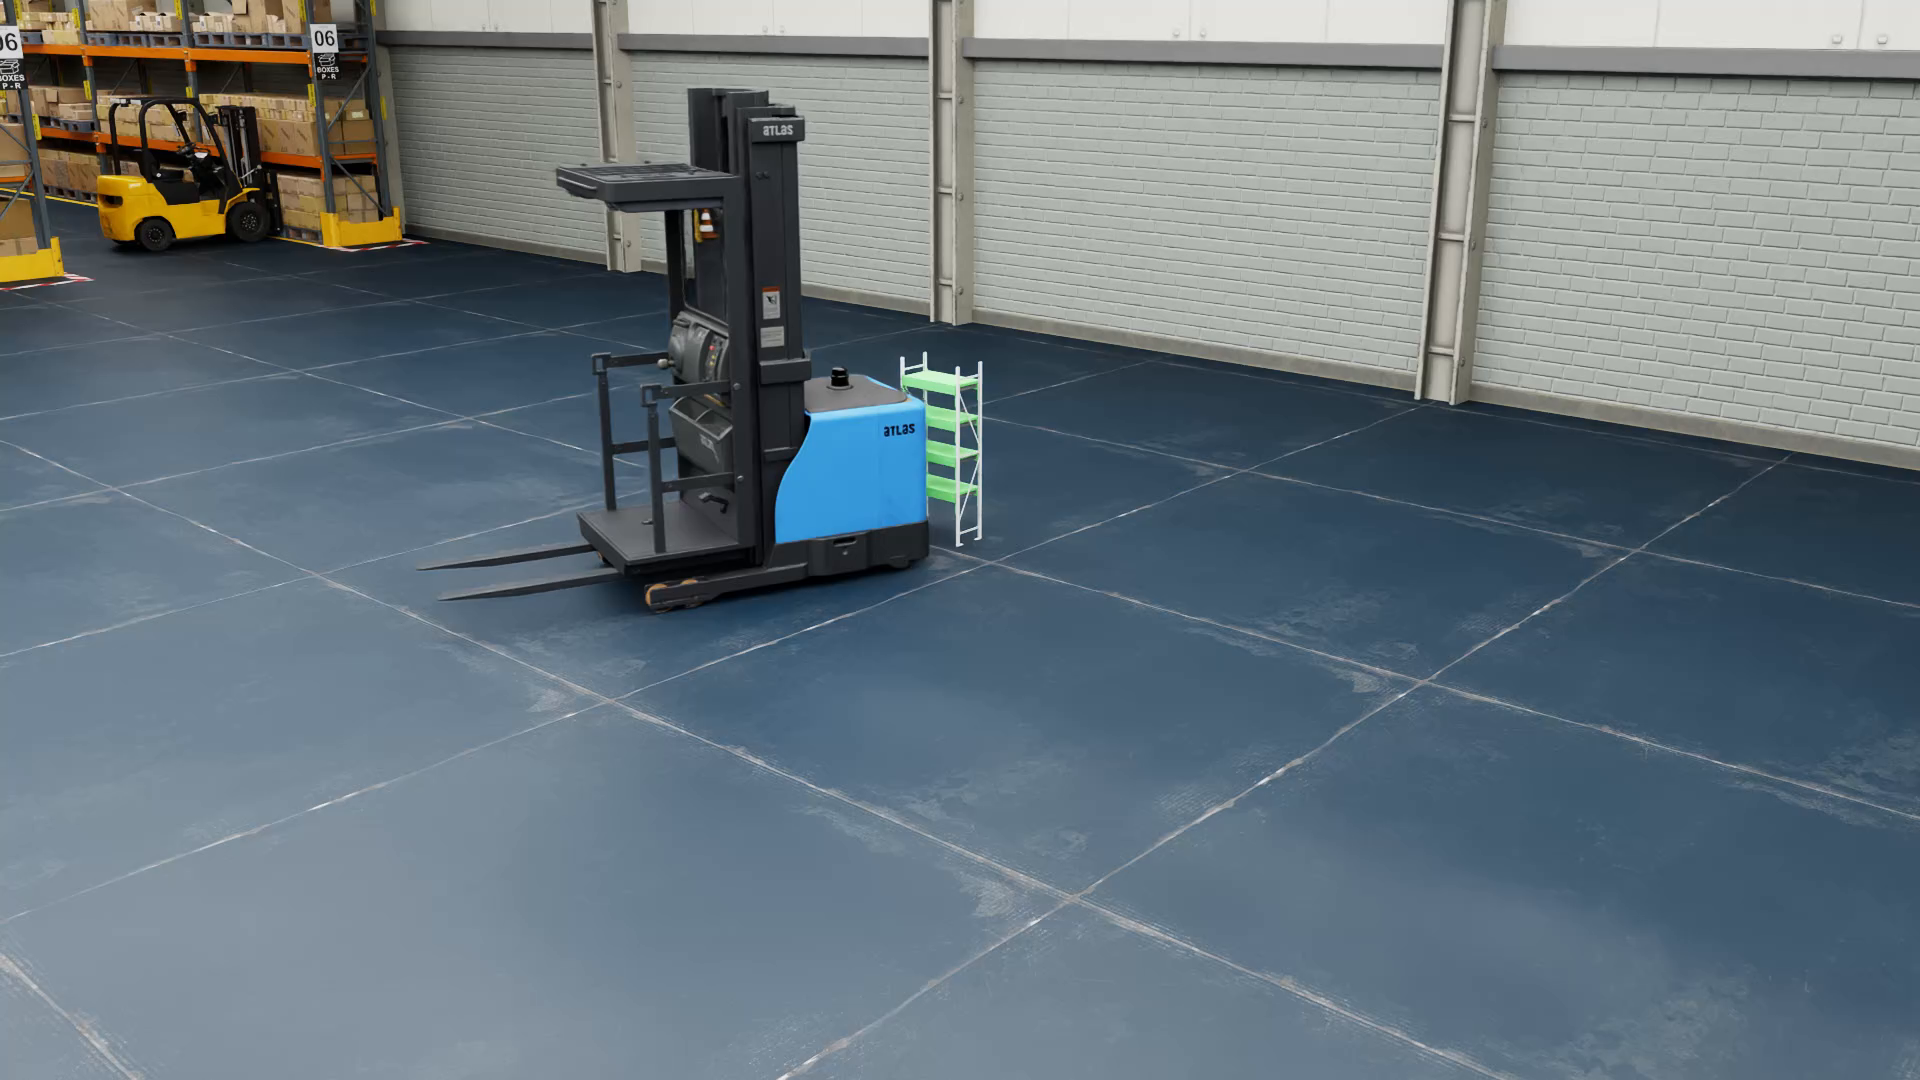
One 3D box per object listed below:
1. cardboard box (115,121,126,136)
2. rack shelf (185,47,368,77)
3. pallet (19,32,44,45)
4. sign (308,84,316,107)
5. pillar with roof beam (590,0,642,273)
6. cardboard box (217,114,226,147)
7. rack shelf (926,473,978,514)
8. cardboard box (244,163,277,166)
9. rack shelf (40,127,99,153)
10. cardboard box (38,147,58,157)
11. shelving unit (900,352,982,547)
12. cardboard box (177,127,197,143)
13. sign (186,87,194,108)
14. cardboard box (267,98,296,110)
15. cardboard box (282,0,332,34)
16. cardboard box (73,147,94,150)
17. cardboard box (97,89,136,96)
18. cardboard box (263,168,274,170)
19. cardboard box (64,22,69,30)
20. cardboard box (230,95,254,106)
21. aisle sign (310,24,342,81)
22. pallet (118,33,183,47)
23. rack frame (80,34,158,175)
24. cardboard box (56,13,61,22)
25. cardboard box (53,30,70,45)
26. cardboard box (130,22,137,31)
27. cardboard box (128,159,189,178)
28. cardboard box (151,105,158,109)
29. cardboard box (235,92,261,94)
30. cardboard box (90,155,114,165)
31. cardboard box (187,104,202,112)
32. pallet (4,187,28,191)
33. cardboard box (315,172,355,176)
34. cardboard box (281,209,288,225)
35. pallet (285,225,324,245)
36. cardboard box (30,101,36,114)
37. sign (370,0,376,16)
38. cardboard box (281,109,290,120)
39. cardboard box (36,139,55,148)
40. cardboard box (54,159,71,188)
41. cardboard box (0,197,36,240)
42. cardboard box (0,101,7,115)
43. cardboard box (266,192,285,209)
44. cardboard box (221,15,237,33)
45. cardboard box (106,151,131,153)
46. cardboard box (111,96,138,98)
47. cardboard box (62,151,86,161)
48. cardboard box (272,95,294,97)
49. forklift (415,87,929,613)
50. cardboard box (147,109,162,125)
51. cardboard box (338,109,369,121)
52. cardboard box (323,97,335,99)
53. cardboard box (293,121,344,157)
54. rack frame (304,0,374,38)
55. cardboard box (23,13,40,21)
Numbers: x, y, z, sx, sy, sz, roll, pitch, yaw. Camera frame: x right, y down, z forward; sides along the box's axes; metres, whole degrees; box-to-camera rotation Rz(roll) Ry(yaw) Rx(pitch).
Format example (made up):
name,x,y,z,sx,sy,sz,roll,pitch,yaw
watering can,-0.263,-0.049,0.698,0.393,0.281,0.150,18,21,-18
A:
name,x,y,z,sx,sy,sz,roll,pitch,yaw
cardboard box,-14.587,-7.274,29.320,0.500,0.250,0.500,14,23,38
rack shelf,-10.642,-7.474,25.934,4.000,0.370,1.077,15,23,39
pallet,-16.902,-9.381,31.063,1.003,0.211,1.213,15,23,39
sign,-9.516,-6.530,24.424,0.005,0.325,0.100,15,23,39
pillar with roof beam,-7.438,-7.010,18.324,0.400,9.000,9.100,15,23,39
cardboard box,-11.578,-6.587,26.744,0.500,0.500,0.500,16,23,40
rack shelf,-0.124,-0.315,11.127,0.480,0.148,0.258,15,23,39
cardboard box,-11.641,-6.100,27.571,0.500,0.250,0.500,16,23,40
rack shelf,-16.625,-7.650,31.449,4.000,0.370,1.077,15,23,39
cardboard box,-17.571,-7.494,32.131,0.250,0.149,0.380,14,22,36
shelving unit,-0.124,-0.605,11.035,0.503,1.200,0.258,15,23,39
cardboard box,-12.688,-6.759,27.699,0.500,0.250,0.500,16,23,40
sign,-12.490,-7.178,26.988,0.005,0.325,0.100,15,23,39
cardboard box,-10.378,-6.691,25.508,0.250,0.149,0.380,16,23,41
cardboard box,-9.639,-7.744,24.572,0.500,0.500,0.500,16,24,41
cardboard box,-16.887,-7.493,32.128,0.250,0.149,0.380,16,24,41
cardboard box,-15.410,-7.978,30.433,0.500,0.500,0.500,16,24,42
cardboard box,-11.228,-5.784,26.578,0.500,0.250,0.500,16,24,41
cardboard box,-15.915,-9.272,29.998,0.250,0.149,0.380,16,23,40
cardboard box,-11.307,-6.954,26.335,0.250,0.149,0.380,15,23,38
aisle sign,-9.292,-7.145,24.369,0.004,0.787,0.394,15,23,39
pallet,-13.724,-8.592,28.578,1.213,0.211,1.003,16,24,42
rack frame,-15.129,-7.592,30.074,0.127,3.000,1.000,15,23,39
cardboard box,-16.104,-9.463,30.110,0.250,0.149,0.380,15,23,38
cardboard box,-16.051,-9.099,30.113,0.500,0.250,0.500,15,23,39
cardboard box,-13.738,-8.653,28.017,0.250,0.149,0.380,15,23,39
cardboard box,-14.178,-6.402,29.558,0.625,0.625,0.875,16,24,41
cardboard box,-13.516,-7.414,28.276,0.250,0.149,0.380,15,23,40
cardboard box,-11.698,-7.292,27.399,0.250,0.149,0.380,15,23,39
cardboard box,-15.667,-6.952,30.423,0.250,0.149,0.380,14,22,37
cardboard box,-12.540,-7.164,27.488,0.250,0.149,0.380,16,24,41
pallet,-18.634,-7.204,33.462,1.213,0.211,1.003,15,23,39
cardboard box,-9.756,-5.591,25.967,0.500,0.250,0.500,15,23,39
cardboard box,-10.441,-5.102,26.082,0.500,0.250,0.500,15,23,40
pallet,-9.746,-4.801,25.889,1.213,0.211,1.003,15,23,39
cardboard box,-17.337,-8.165,31.409,0.258,0.266,0.396,17,24,42
sign,-8.773,-7.994,24.807,0.005,0.325,0.100,15,23,39
cardboard box,-10.133,-6.511,25.433,0.250,0.149,0.380,15,23,39
cardboard box,-17.803,-7.681,32.230,0.250,0.149,0.380,14,22,37
cardboard box,-16.750,-6.944,31.472,0.500,0.500,0.500,14,22,37
cardboard box,-12.876,-4.338,22.433,0.500,0.500,0.500,14,22,37
cardboard box,-18.664,-8.512,32.731,0.500,0.250,0.500,16,23,41
cardboard box,-10.485,-5.342,26.012,0.500,0.250,0.500,14,23,38
cardboard box,-11.229,-8.035,25.876,0.258,0.266,0.396,14,23,38
cardboard box,-15.874,-7.252,31.369,0.250,0.149,0.380,14,22,37
cardboard box,-14.677,-7.719,29.237,0.250,0.149,0.380,16,24,41
cardboard box,-16.640,-7.224,31.282,0.250,0.149,0.380,14,22,37
cardboard box,-10.762,-7.027,26.566,0.250,0.149,0.380,15,23,39
forklift,-1.745,-1.152,9.897,3.031,2.935,1.130,-9,20,-26
cardboard box,-13.443,-7.202,28.267,0.500,0.250,0.500,16,23,40
cardboard box,-9.227,-6.469,25.299,0.250,0.149,0.380,14,23,38
cardboard box,-9.811,-6.763,25.733,0.250,0.149,0.380,15,23,40
cardboard box,-9.688,-6.073,25.122,0.500,0.500,0.500,14,23,38
rack frame,-9.146,-8.845,24.106,0.127,3.000,1.000,15,23,39
cardboard box,-16.998,-9.639,30.632,0.250,0.149,0.380,15,23,40
